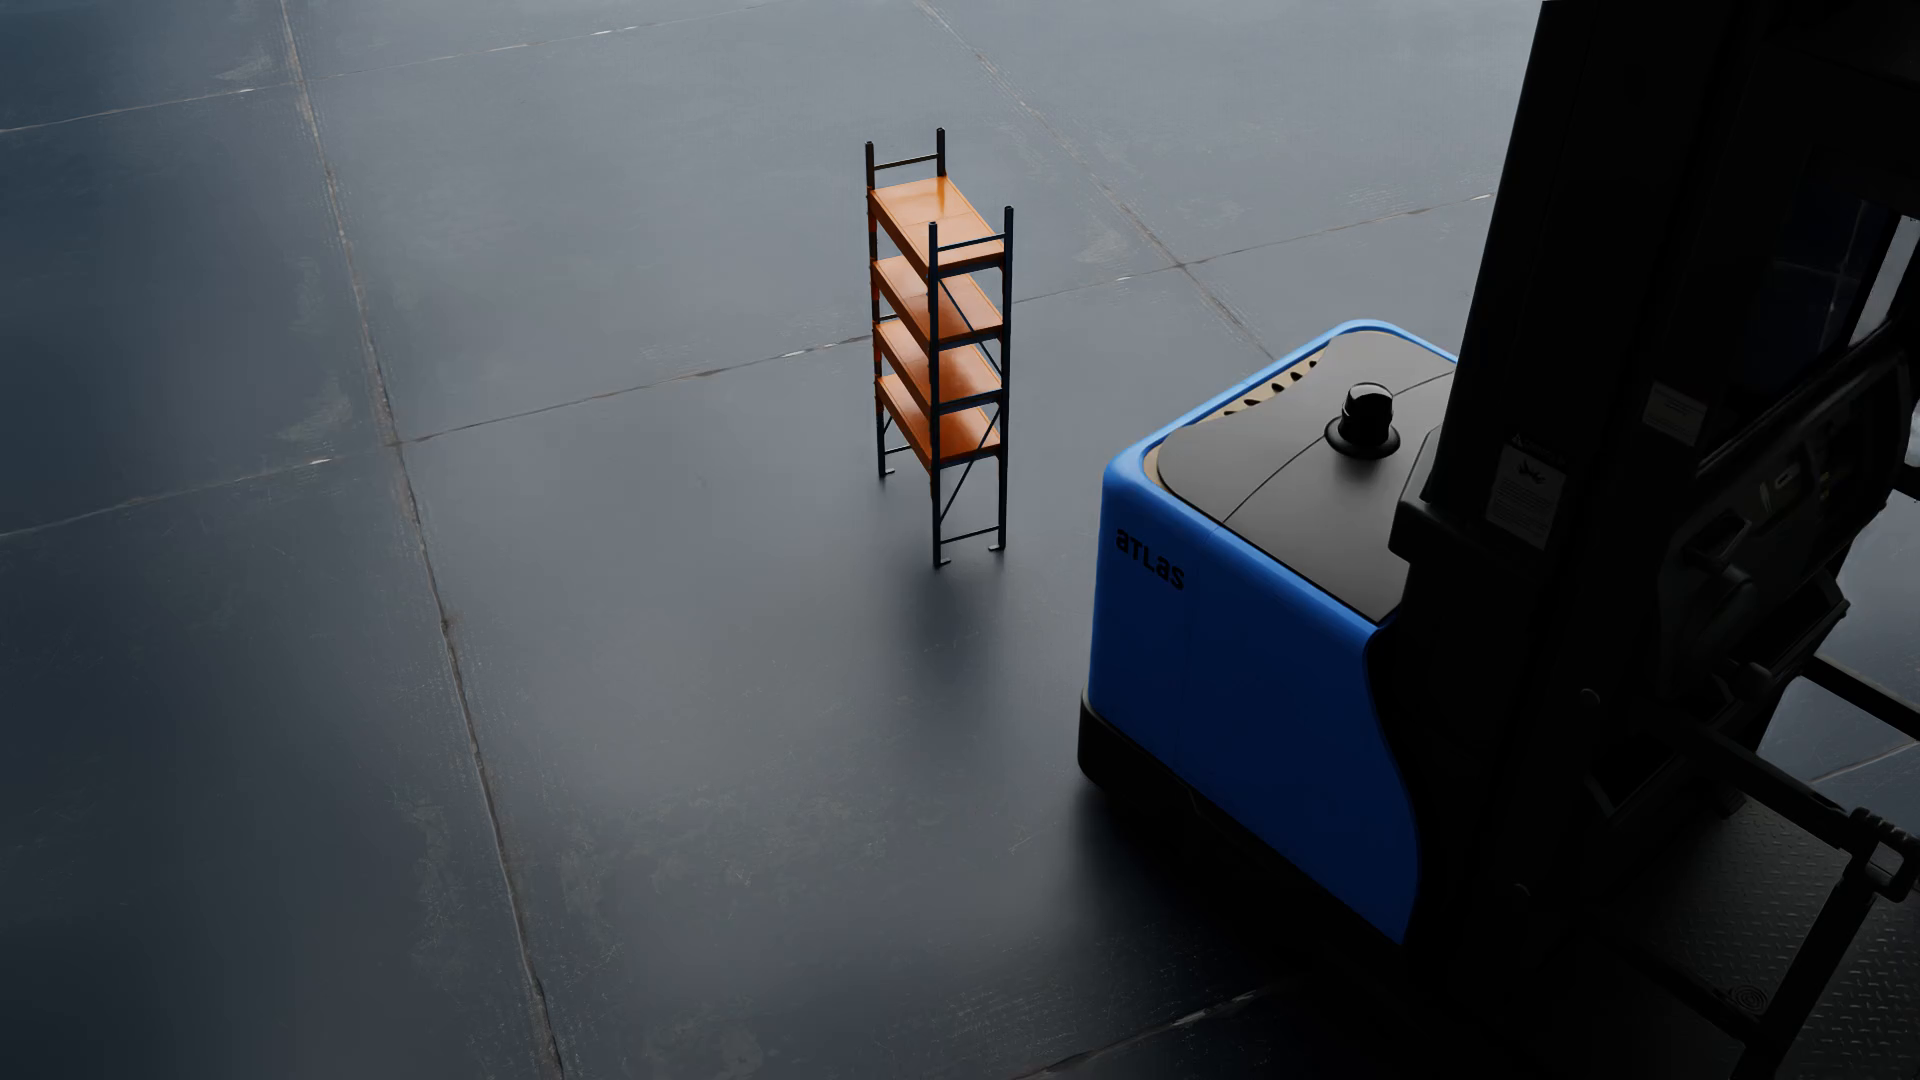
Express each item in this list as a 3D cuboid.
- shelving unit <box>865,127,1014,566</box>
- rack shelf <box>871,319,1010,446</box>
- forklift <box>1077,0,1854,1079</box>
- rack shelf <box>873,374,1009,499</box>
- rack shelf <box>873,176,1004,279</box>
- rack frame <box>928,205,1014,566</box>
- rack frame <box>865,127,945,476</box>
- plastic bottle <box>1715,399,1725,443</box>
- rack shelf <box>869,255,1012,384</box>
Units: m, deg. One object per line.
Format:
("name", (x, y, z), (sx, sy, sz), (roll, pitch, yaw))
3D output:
("shelving unit", (-5.186, -9.193, 14.446), (0.597, 1.949, 28.100), (-15, 43, -17))
("rack shelf", (-5.189, -9.370, 14.300), (0.597, 1.490, 28.088), (-15, 43, -17))
("forklift", (1.305, -0.208, 3.293), (1.129, 2.867, 1.939), (-30, 49, -30))
("rack shelf", (-0.063, -0.353, 5.148), (0.258, 0.148, 0.480), (-15, 43, -17))
("rack shelf", (-0.063, -0.882, 4.693), (0.221, 0.050, 0.457), (-15, 43, -17))
("rack frame", (0.030, -0.408, 4.804), (0.240, 1.200, 0.015), (-15, 43, -17))
("rack frame", (-0.157, -0.702, 5.146), (0.240, 1.200, 0.015), (-15, 43, -17))
("plastic bottle", (-4.547, -12.519, 18.147), (3.984, 1.202, 40.560), (-15, 43, -17))
("rack shelf", (-0.063, -0.673, 4.873), (0.258, 0.148, 0.480), (-15, 43, -17))
